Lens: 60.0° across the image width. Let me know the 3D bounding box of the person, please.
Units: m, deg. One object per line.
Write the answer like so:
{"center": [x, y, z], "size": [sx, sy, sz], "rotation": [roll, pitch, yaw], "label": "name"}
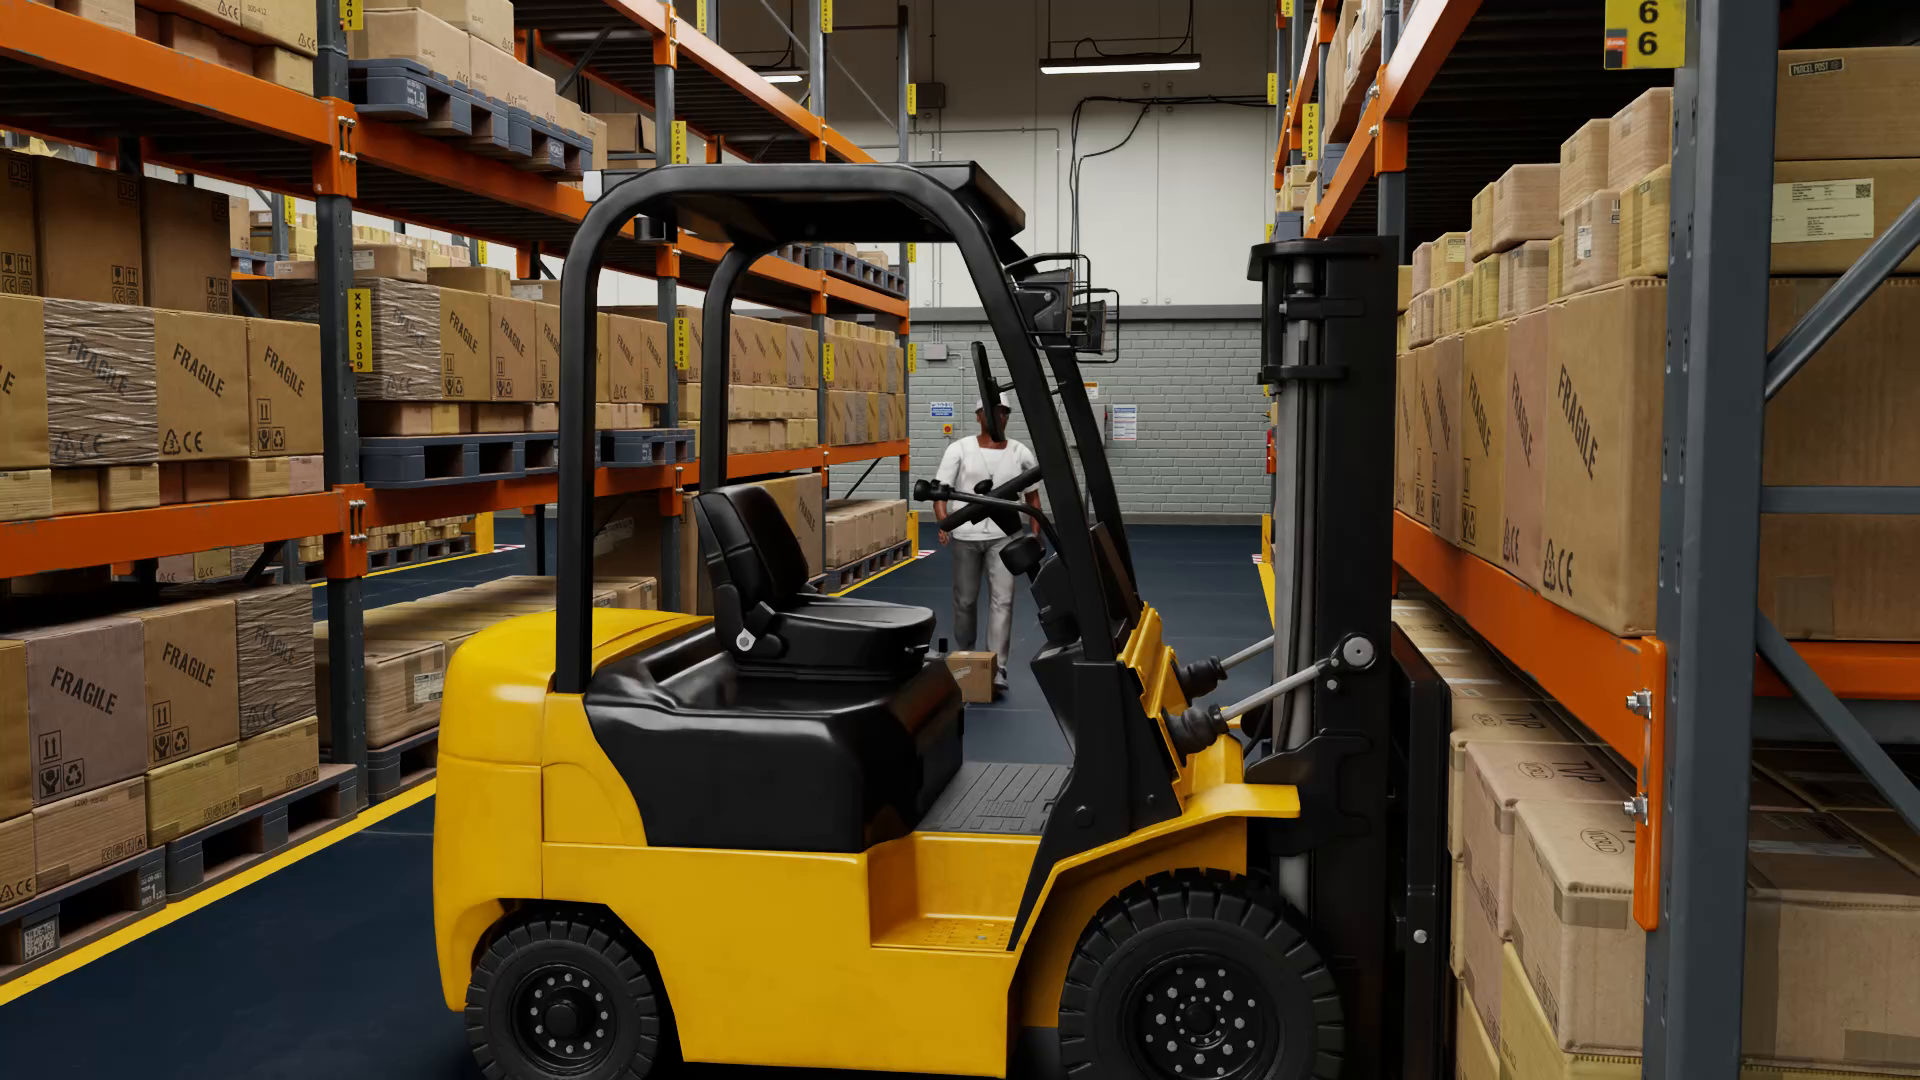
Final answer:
{"center": [0.155, -0.007, 9.694], "size": [0.635, 1.741, 0.911], "rotation": [0, 4, 3], "label": "person"}
